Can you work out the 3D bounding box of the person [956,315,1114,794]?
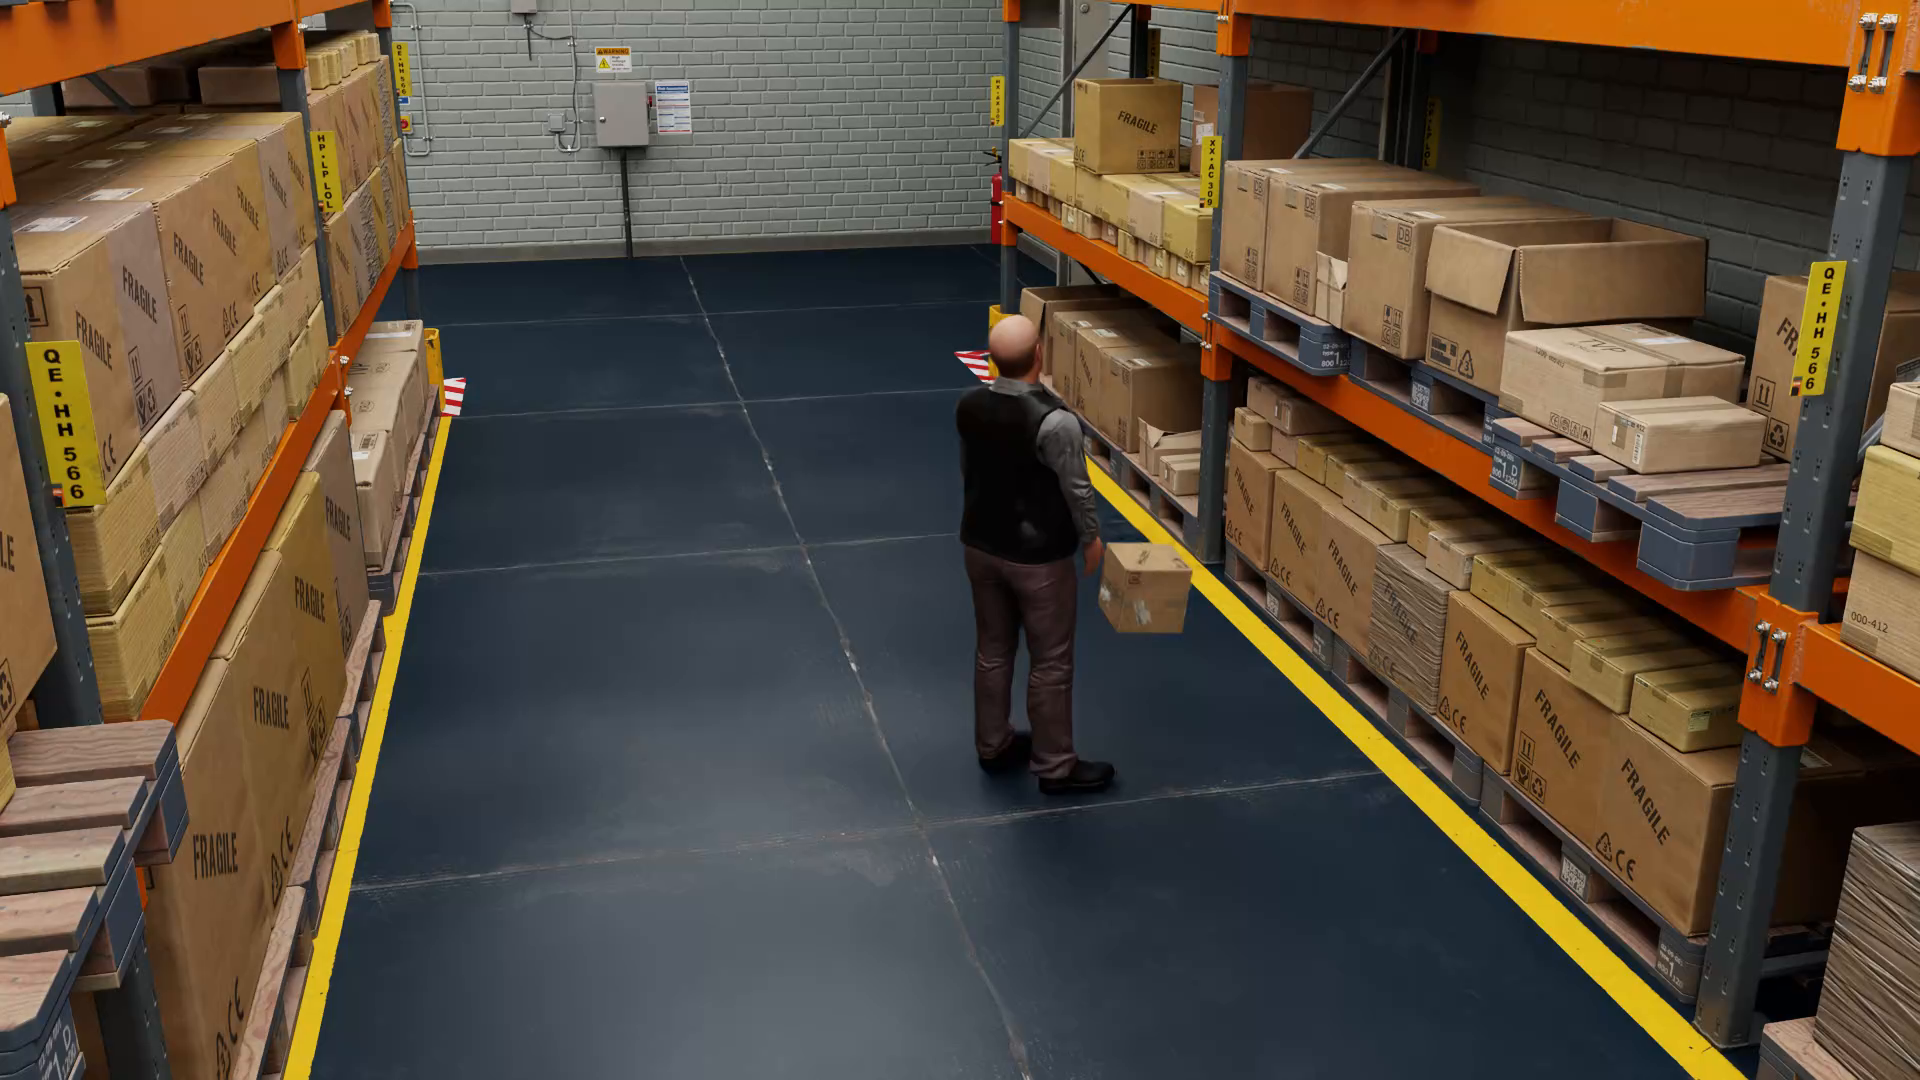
[{"bbox_3d":[0.249,0.085,5.928,0.579,1.657,0.429,16,25,37],"label":"person"}]
